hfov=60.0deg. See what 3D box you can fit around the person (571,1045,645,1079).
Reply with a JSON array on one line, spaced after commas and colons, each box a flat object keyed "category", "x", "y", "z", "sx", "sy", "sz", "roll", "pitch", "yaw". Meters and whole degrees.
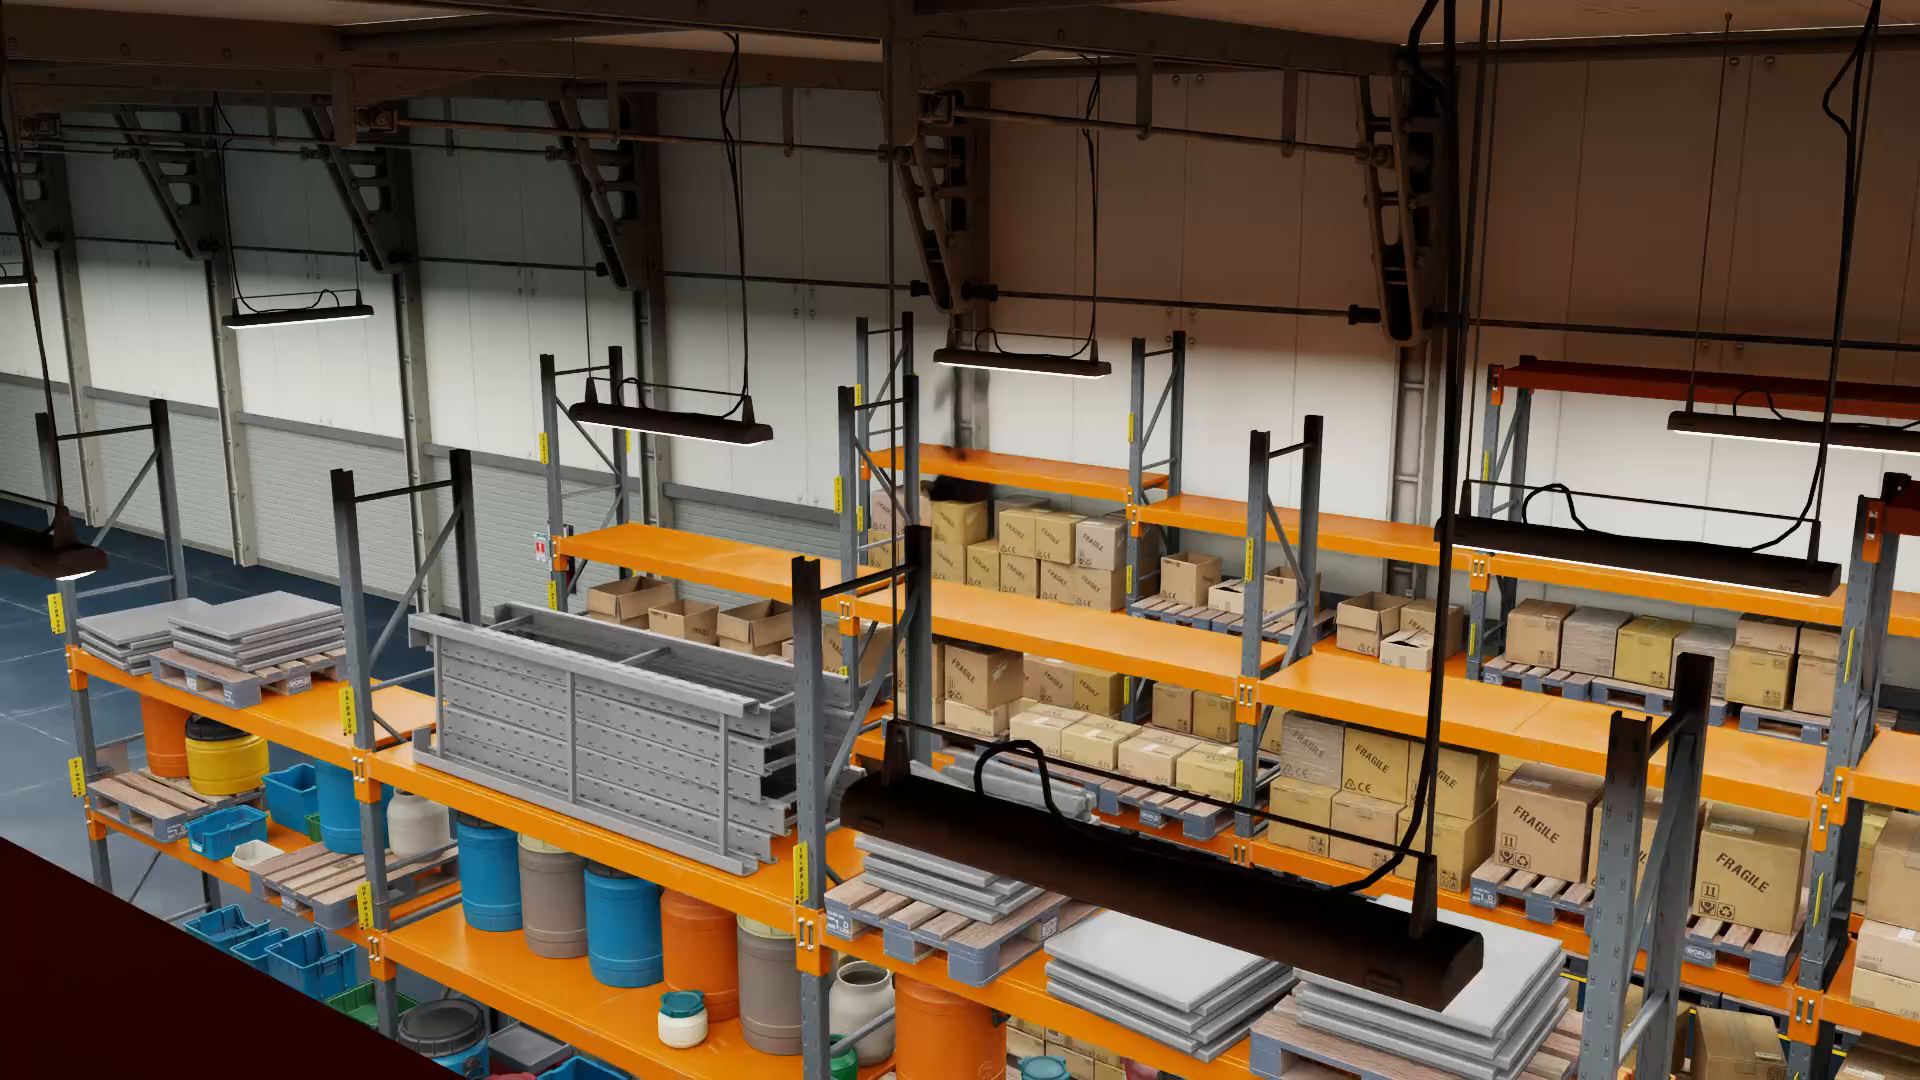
[{"category": "person", "x": -3.039, "y": 3.976, "z": 14.254, "sx": 0.851, "sy": 1.815, "sz": 0.678, "roll": 7, "pitch": 15, "yaw": 26}]
